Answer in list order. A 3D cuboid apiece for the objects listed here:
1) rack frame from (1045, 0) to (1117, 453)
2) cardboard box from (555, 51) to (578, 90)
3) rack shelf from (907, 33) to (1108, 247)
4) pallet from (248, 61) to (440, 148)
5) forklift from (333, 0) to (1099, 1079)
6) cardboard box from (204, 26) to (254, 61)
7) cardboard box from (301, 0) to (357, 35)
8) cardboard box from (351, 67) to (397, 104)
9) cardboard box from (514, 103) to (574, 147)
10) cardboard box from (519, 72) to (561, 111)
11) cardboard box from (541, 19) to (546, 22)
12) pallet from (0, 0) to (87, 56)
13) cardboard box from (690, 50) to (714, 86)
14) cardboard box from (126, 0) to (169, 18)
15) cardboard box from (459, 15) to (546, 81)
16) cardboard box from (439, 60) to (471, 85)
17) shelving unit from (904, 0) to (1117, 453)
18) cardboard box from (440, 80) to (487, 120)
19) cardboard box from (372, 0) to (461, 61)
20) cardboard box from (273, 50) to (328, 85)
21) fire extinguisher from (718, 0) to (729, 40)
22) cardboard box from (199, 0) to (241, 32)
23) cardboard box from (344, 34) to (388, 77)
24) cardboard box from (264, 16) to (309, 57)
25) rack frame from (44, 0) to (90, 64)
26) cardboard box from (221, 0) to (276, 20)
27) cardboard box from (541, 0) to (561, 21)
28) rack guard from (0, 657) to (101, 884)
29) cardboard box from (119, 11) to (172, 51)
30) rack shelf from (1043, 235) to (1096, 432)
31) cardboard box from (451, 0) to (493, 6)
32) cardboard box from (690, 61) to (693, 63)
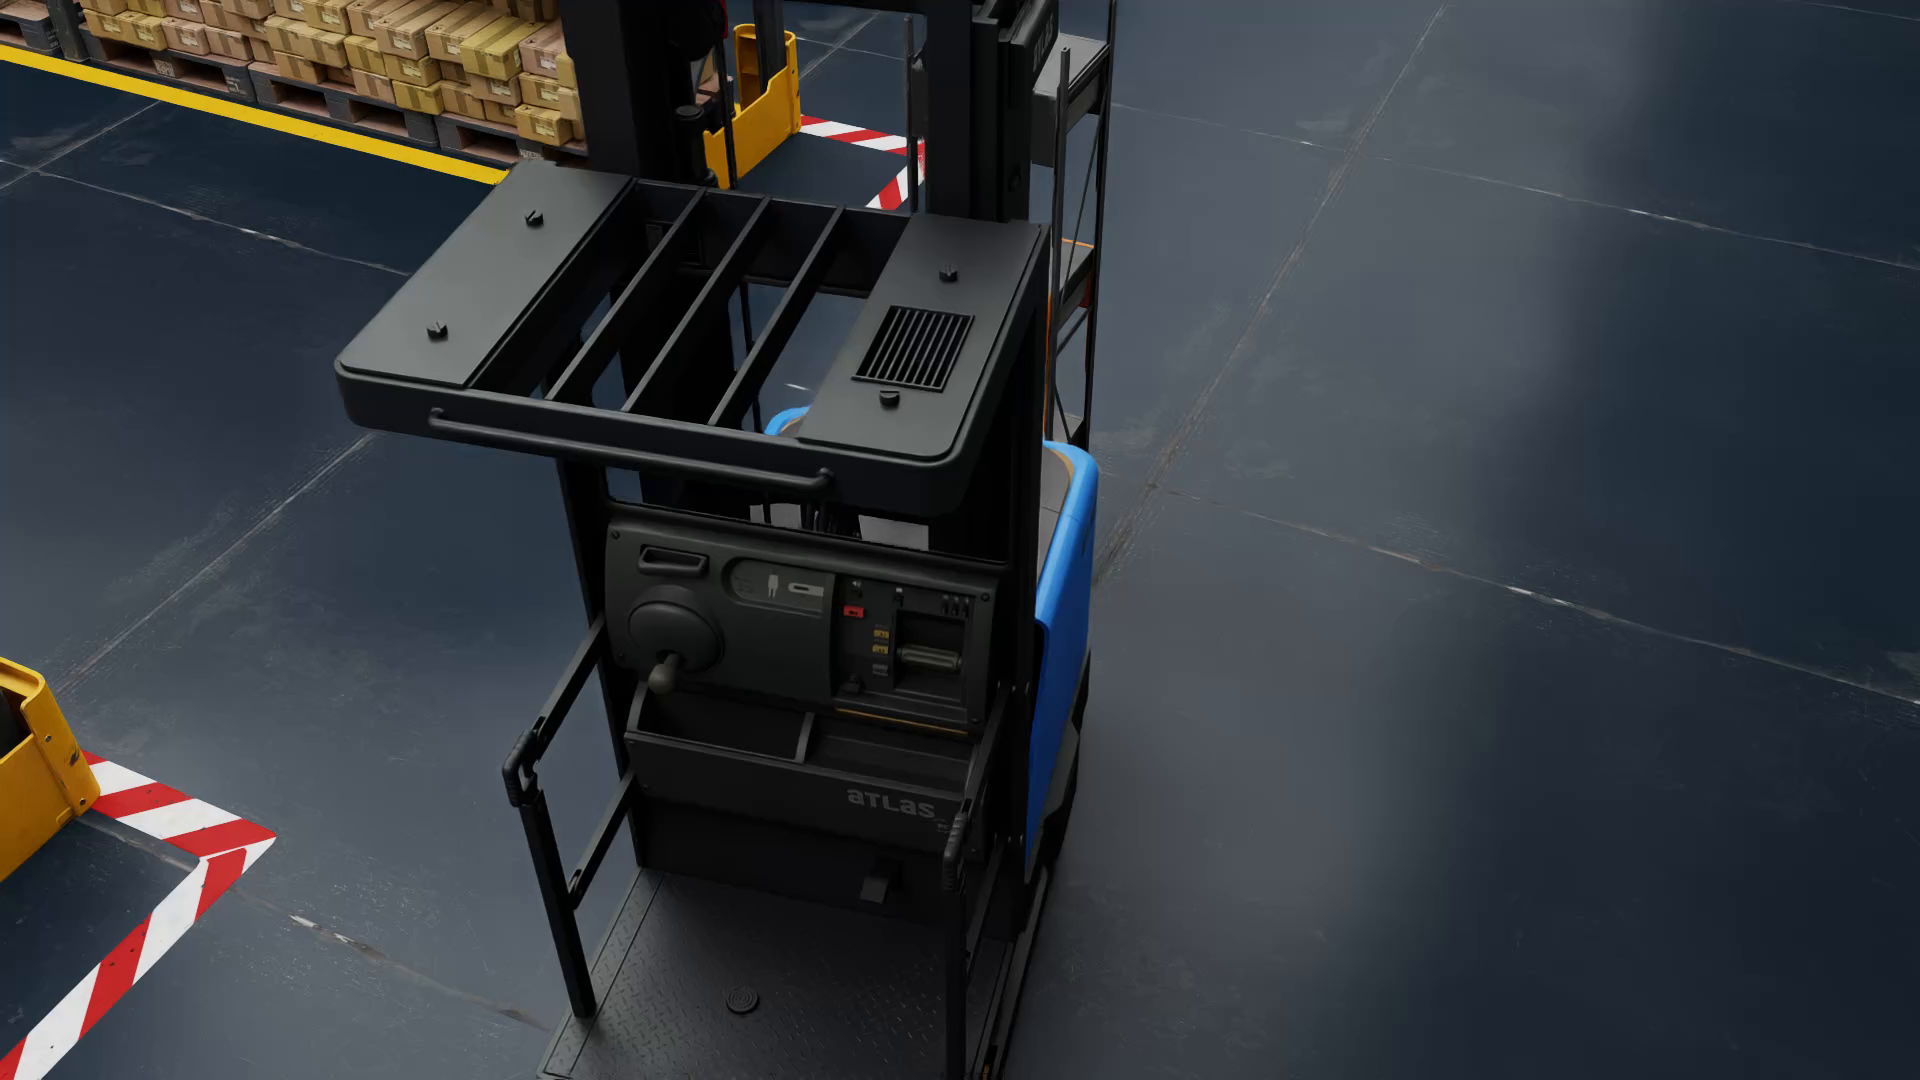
[{"bbox_3d":[0.371,-0.680,5.431,0.015,2.100,0.400,17,44,19],"label":"rack frame"},{"bbox_3d":[-1.734,-2.311,8.027,0.250,0.149,0.380,17,44,19],"label":"cardboard box"},{"bbox_3d":[0.150,-1.266,5.060,0.480,0.518,0.431,17,44,19],"label":"rack shelf"},{"bbox_3d":[-3.039,-2.560,9.043,1.213,0.211,1.003,17,44,19],"label":"pallet"},{"bbox_3d":[-0.427,0.288,3.680,1.130,2.935,3.031,9,42,10],"label":"forklift"},{"bbox_3d":[-3.838,-2.754,8.993,0.250,0.149,0.380,16,43,18],"label":"cardboard box"},{"bbox_3d":[-3.142,-2.756,8.541,0.250,0.149,0.380,17,44,19],"label":"cardboard box"},{"bbox_3d":[-2.917,-2.429,8.618,0.250,0.149,0.380,18,44,19],"label":"cardboard box"},{"bbox_3d":[-1.988,-2.123,8.265,0.250,0.149,0.380,18,44,20],"label":"cardboard box"},{"bbox_3d":[-1.960,-2.283,8.223,0.250,0.149,0.380,16,43,18],"label":"cardboard box"},{"bbox_3d":[-2.183,-2.760,8.773,0.250,0.149,0.380,18,44,20],"label":"cardboard box"},{"bbox_3d":[-5.478,-3.277,9.870,1.213,0.211,1.003,17,44,19],"label":"pallet"},{"bbox_3d":[-1.487,-2.425,8.613,0.250,0.149,0.380,18,44,19],"label":"cardboard box"},{"bbox_3d":[-4.312,-3.003,9.053,0.250,0.149,0.380,17,44,19],"label":"cardboard box"},{"bbox_3d":[-2.226,-2.411,8.143,0.250,0.149,0.380,16,43,18],"label":"cardboard box"},{"bbox_3d":[-2.418,-2.457,8.424,0.250,0.149,0.380,16,44,18],"label":"cardboard box"},{"bbox_3d":[0.150,-0.748,5.509,0.503,2.100,0.431,17,44,19],"label":"shelving unit"},{"bbox_3d":[-2.420,-2.308,8.478,0.250,0.149,0.380,17,44,19],"label":"cardboard box"},{"bbox_3d":[-2.701,-2.561,8.317,0.250,0.149,0.380,19,44,20],"label":"cardboard box"},{"bbox_3d":[-3.385,-2.571,8.782,0.250,0.149,0.380,16,43,17],"label":"cardboard box"},{"bbox_3d":[-1.114,-2.494,7.181,0.183,0.674,0.296,17,44,19],"label":"fire extinguisher"},{"bbox_3d":[-3.832,-2.880,8.912,0.250,0.149,0.380,15,43,16],"label":"cardboard box"},{"bbox_3d":[-2.917,-2.539,8.519,0.250,0.149,0.380,19,44,21],"label":"cardboard box"},{"bbox_3d":[-3.391,-2.682,8.684,0.250,0.149,0.380,17,44,18],"label":"cardboard box"},{"bbox_3d":[-4.772,-4.116,8.708,0.127,3.000,1.000,17,44,19],"label":"rack frame"},{"bbox_3d":[-3.631,-2.874,8.677,0.250,0.149,0.380,18,44,20],"label":"cardboard box"},{"bbox_3d":[-1.953,-2.812,8.606,0.250,0.149,0.380,17,44,19],"label":"cardboard box"},{"bbox_3d":[-3.127,0.909,4.820,0.348,0.500,1.175,17,44,19],"label":"rack guard"},{"bbox_3d":[-4.337,-2.832,9.083,0.250,0.149,0.380,18,44,20],"label":"cardboard box"},{"bbox_3d":[0.150,-0.737,5.518,0.480,0.518,0.431,17,44,19],"label":"rack shelf"},{"bbox_3d":[-2.460,-2.914,8.723,0.250,0.149,0.380,19,44,20],"label":"cardboard box"},{"bbox_3d":[-1.513,-2.500,8.472,0.250,0.149,0.380,19,44,20],"label":"cardboard box"}]
